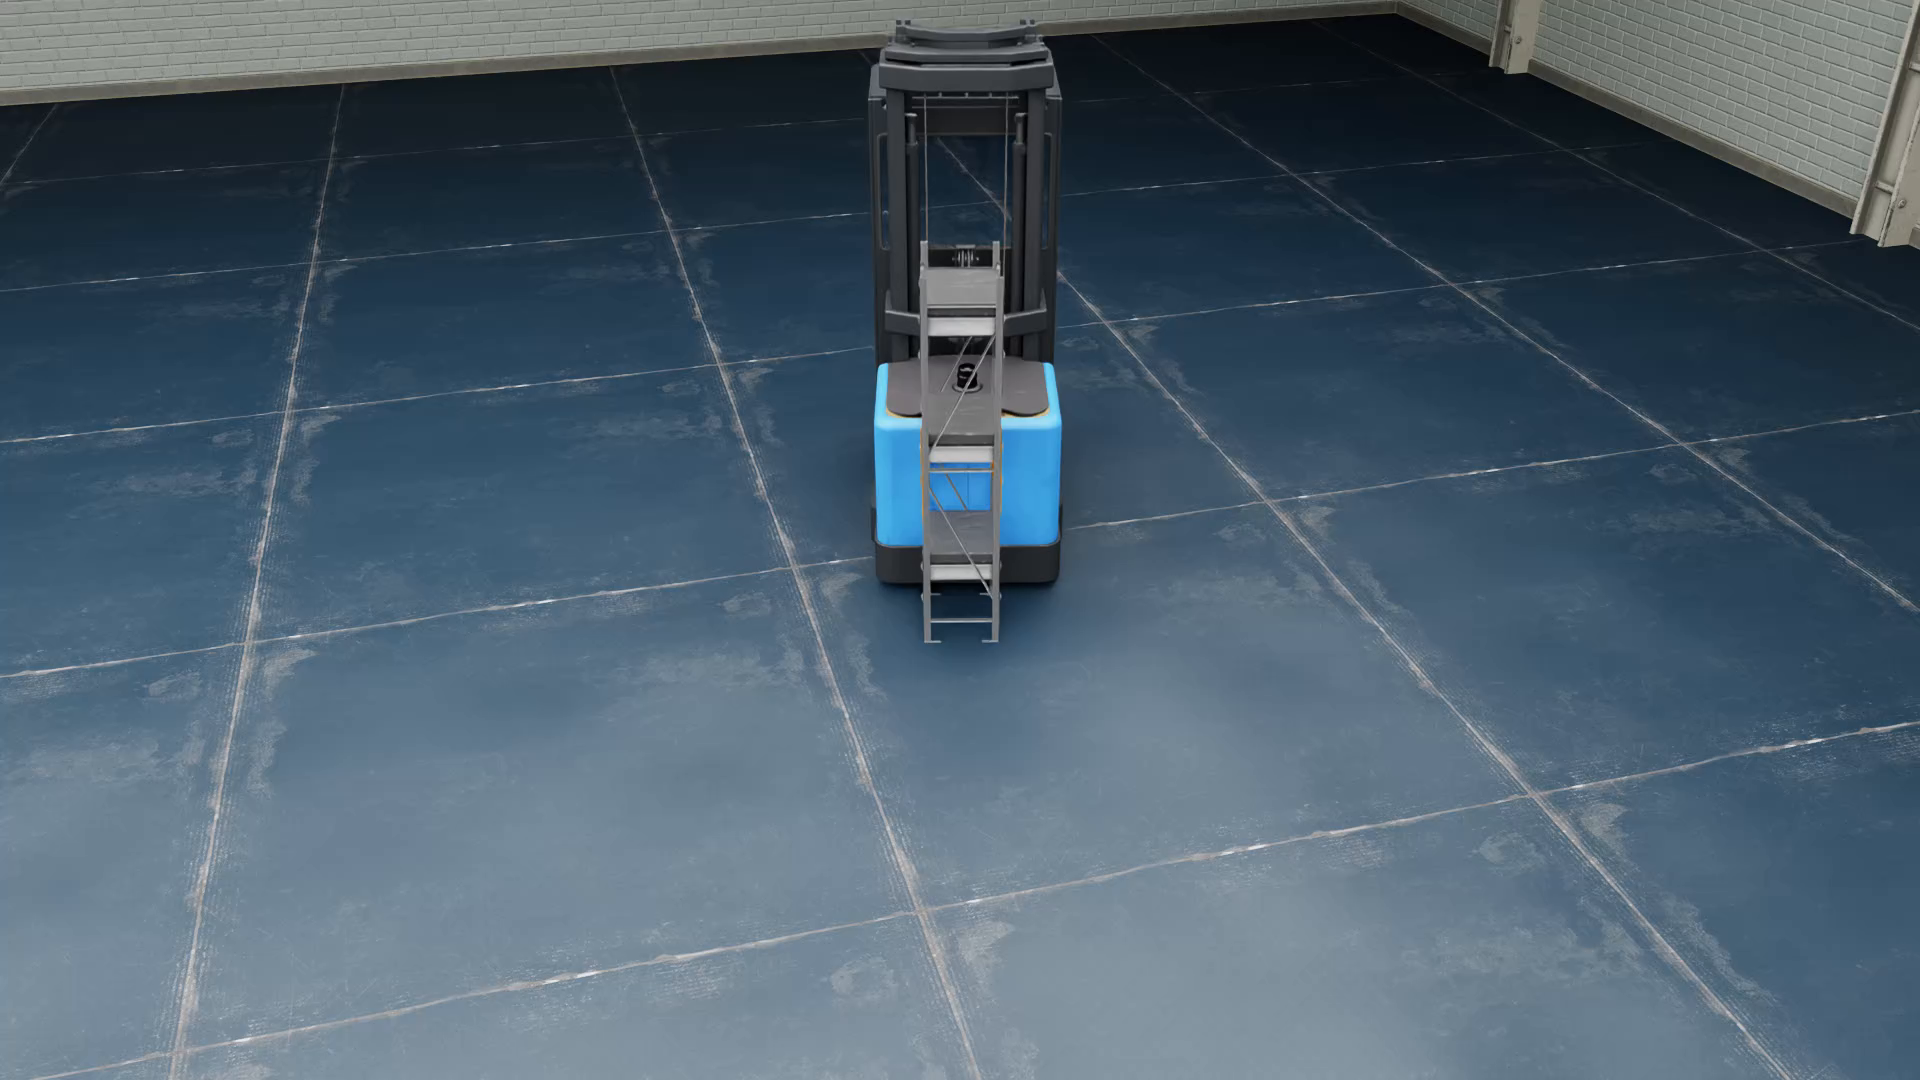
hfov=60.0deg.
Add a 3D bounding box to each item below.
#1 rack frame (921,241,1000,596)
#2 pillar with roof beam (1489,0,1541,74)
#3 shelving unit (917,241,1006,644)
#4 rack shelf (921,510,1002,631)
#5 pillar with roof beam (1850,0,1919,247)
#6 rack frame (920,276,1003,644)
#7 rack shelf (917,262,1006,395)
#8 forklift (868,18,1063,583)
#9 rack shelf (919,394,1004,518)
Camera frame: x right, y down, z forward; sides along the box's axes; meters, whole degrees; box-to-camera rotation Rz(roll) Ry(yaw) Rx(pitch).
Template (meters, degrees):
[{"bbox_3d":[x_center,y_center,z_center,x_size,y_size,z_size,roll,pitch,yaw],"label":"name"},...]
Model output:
[{"bbox_3d":[0.001,-0.596,8.915,0.400,2.100,0.015,0,30,-1],"label":"rack frame"},{"bbox_3d":[2.303,-8.862,16.310,9.100,9.000,0.400,-8,31,-13],"label":"pillar with roof beam"},{"bbox_3d":[0.004,-0.474,8.703,0.431,2.100,0.503,0,30,-1],"label":"shelving unit"},{"bbox_3d":[0.004,0.144,9.061,0.431,0.518,0.480,0,30,-1],"label":"rack shelf"},{"bbox_3d":[3.896,-5.965,11.303,9.100,9.000,0.400,-8,31,-13],"label":"pillar with roof beam"},{"bbox_3d":[0.008,-0.351,8.492,0.400,2.100,0.015,0,30,-1],"label":"rack frame"},{"bbox_3d":[0.004,-1.068,8.360,0.431,0.518,0.480,0,30,-1],"label":"rack shelf"},{"bbox_3d":[0.024,-1.722,10.031,1.130,2.935,3.031,0,30,-1],"label":"forklift"},{"bbox_3d":[0.004,-0.462,8.710,0.431,0.518,0.480,0,30,-1],"label":"rack shelf"}]
